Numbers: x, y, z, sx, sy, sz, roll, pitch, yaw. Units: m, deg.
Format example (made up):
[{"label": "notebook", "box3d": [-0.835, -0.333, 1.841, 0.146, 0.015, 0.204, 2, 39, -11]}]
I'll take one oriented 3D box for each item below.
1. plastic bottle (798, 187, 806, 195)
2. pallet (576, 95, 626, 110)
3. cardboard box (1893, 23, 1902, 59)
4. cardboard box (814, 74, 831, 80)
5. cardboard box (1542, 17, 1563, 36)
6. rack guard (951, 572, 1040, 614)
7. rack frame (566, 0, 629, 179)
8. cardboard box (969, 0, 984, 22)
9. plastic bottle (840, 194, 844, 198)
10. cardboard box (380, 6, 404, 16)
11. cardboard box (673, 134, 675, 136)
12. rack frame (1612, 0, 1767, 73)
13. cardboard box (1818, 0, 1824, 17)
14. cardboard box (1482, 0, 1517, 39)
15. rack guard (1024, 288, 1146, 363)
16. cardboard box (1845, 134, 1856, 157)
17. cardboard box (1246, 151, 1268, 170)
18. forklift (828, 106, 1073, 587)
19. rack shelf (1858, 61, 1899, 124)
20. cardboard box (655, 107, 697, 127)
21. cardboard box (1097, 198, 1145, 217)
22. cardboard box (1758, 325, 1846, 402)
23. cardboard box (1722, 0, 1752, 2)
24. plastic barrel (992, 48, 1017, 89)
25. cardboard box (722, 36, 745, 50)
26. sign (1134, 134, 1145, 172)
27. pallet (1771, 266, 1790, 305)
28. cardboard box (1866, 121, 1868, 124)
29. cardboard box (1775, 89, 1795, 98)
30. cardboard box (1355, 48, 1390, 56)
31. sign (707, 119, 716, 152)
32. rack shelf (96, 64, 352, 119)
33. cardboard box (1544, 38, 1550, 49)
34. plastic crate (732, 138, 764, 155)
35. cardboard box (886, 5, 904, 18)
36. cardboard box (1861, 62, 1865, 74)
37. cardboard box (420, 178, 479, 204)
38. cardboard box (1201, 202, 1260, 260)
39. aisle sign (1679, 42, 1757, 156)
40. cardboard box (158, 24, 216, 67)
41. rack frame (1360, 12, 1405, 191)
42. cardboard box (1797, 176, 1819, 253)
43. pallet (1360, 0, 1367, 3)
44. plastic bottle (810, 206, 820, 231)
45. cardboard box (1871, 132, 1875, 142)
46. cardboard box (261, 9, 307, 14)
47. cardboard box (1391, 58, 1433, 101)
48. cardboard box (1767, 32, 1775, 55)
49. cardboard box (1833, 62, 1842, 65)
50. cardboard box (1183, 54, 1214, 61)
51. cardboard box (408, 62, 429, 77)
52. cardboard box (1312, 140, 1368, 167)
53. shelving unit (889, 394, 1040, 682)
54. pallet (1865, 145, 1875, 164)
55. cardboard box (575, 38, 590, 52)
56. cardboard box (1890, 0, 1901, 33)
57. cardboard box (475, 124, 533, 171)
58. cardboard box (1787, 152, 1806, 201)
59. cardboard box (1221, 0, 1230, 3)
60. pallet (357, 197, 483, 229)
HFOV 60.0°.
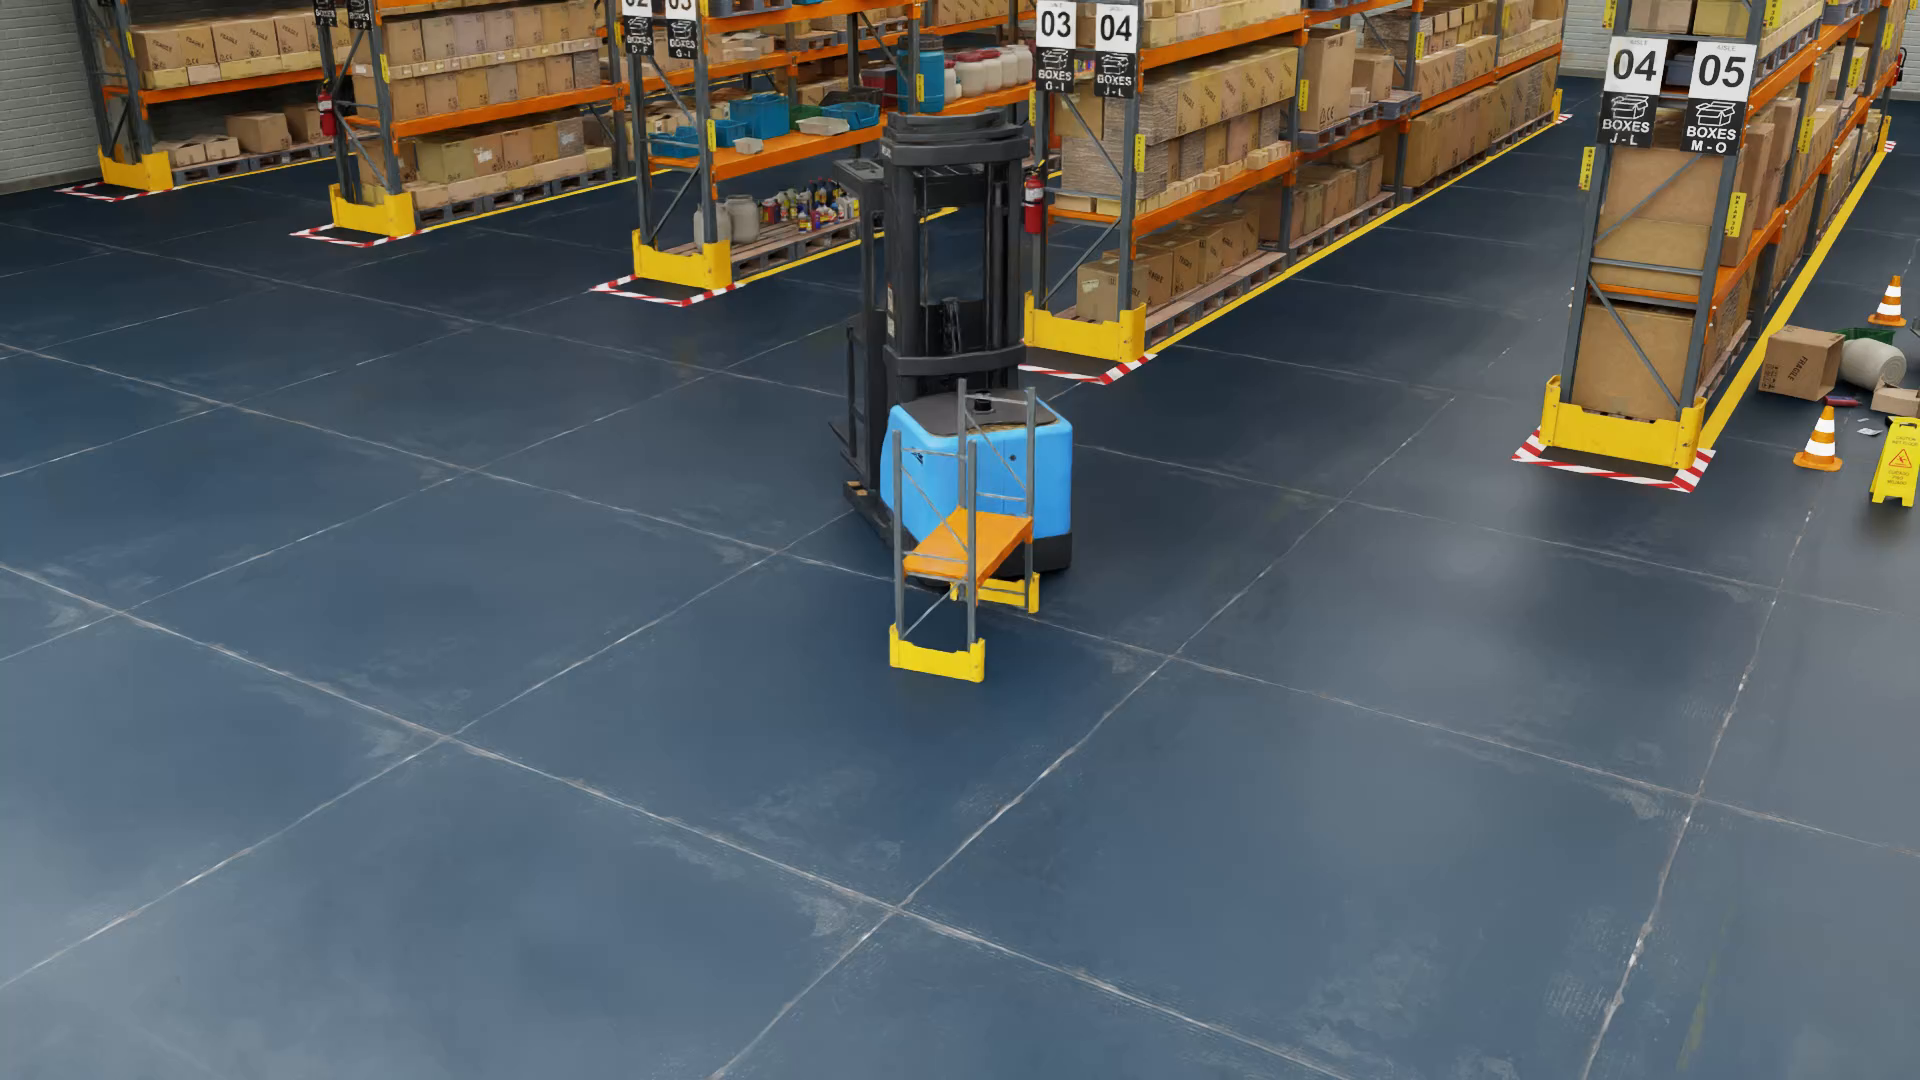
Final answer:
[{"label": "plastic bottle", "box3d": [-1.954, -4.228, 20.607, 0.061, 0.283, 0.133, 15, 28, 31]}, {"label": "pallet", "box3d": [-6.781, -7.966, 29.885, 1.003, 0.211, 1.213, 14, 27, 29]}, {"label": "cardboard box", "box3d": [13.450, -7.312, 24.364, 0.500, 0.500, 0.500, 13, 27, 28]}, {"label": "cardboard box", "box3d": [-2.483, -7.553, 28.014, 0.500, 0.500, 0.500, 13, 27, 27]}, {"label": "cardboard box", "box3d": [9.554, -8.430, 27.261, 0.500, 0.250, 0.500, 13, 27, 28]}, {"label": "rack guard", "box3d": [0.225, 0.302, 10.739, 0.587, 0.250, 0.087, 9, 25, 20]}, {"label": "rack frame", "box3d": [-5.160, -6.608, 23.240, 1.000, 3.000, 0.127, 14, 27, 29]}, {"label": "cardboard box", "box3d": [0.093, -9.811, 30.512, 0.500, 0.500, 0.500, 14, 27, 29]}, {"label": "plastic bottle", "box3d": [-1.421, -4.086, 20.278, 0.061, 0.283, 0.133, 14, 27, 29]}, {"label": "cardboard box", "box3d": [-9.073, -8.058, 25.908, 0.700, 0.500, 0.500, 14, 27, 29]}, {"label": "cardboard box", "box3d": [-4.466, -5.796, 24.295, 0.500, 0.250, 0.500, 15, 27, 30]}, {"label": "rack frame", "box3d": [5.304, -4.861, 11.651, 1.000, 3.000, 0.127, 14, 27, 29]}, {"label": "cardboard box", "box3d": [7.494, -4.768, 14.873, 0.380, 0.149, 0.250, 14, 27, 29]}, {"label": "cardboard box", "box3d": [7.944, -7.751, 24.750, 0.500, 0.500, 0.500, 14, 27, 29]}, {"label": "rack guard", "box3d": [1.184, -2.060, 15.879, 1.175, 0.500, 0.348, 14, 27, 29]}, {"label": "cardboard box", "box3d": [11.174, -5.072, 21.365, 0.500, 0.250, 0.500, 15, 28, 31]}, {"label": "cardboard box", "box3d": [3.030, -4.020, 17.576, 0.380, 0.149, 0.250, 14, 27, 29]}, {"label": "forklift", "box3d": [-0.232, -1.597, 11.749, 1.130, 2.935, 3.031, -8, 25, -18]}, {"label": "rack shelf", "box3d": [12.689, -6.503, 23.901, 1.077, 0.370, 4.000, 14, 27, 29]}, {"label": "cardboard box", "box3d": [-4.190, -6.227, 24.585, 0.500, 0.311, 0.500, 13, 27, 27]}, {"label": "cardboard box", "box3d": [1.497, -3.112, 15.479, 0.380, 0.149, 0.250, 14, 27, 29]}, {"label": "cardboard box", "box3d": [7.467, -1.573, 14.751, 0.500, 0.500, 0.500, 20, 30, 38]}, {"label": "cardboard box", "box3d": [5.751, -4.019, 12.141, 0.380, 0.149, 0.250, 14, 27, 30]}, {"label": "plastic barrel", "box3d": [0.573, -6.436, 22.701, 0.421, 0.512, 0.421, 0, 23, 0]}, {"label": "cardboard box", "box3d": [-3.686, -7.656, 25.772, 0.500, 0.311, 0.500, 14, 27, 28]}, {"label": "sign", "box3d": [1.605, -3.465, 14.888, 0.100, 0.325, 0.005, 14, 27, 29]}, {"label": "pallet", "box3d": [8.400, -2.868, 18.109, 1.003, 0.211, 1.213, 14, 27, 29]}, {"label": "cardboard box", "box3d": [12.952, -6.005, 24.156, 0.380, 0.149, 0.250, 13, 27, 27]}, {"label": "cardboard box", "box3d": [7.191, -3.905, 15.446, 0.875, 0.550, 0.550, 14, 27, 29]}, {"label": "cardboard box", "box3d": [5.113, -5.929, 21.016, 0.500, 0.500, 0.500, 10, 25, 23]}, {"label": "sign", "box3d": [-2.599, -4.229, 17.396, 0.100, 0.325, 0.005, 14, 27, 29]}, {"label": "rack shelf", "box3d": [-10.425, -6.640, 24.218, 1.077, 0.370, 4.000, 14, 27, 29]}, {"label": "cardboard box", "box3d": [9.274, -8.020, 26.816, 0.380, 0.149, 0.250, 14, 27, 30]}, {"label": "plastic crate", "box3d": [-2.318, -4.333, 18.315, 0.298, 0.136, 0.250, 14, 27, 29]}, {"label": "cardboard box", "box3d": [-1.380, -9.434, 29.112, 0.700, 0.500, 0.500, 5, 24, 11]}, {"label": "cardboard box", "box3d": [11.454, -6.107, 21.494, 0.380, 0.149, 0.250, 14, 27, 29]}, {"label": "cardboard box", "box3d": [-6.538, -4.493, 21.286, 0.500, 0.250, 0.500, 14, 27, 29]}, {"label": "cardboard box", "box3d": [3.009, -3.450, 18.562, 0.500, 0.500, 0.500, 13, 27, 27]}, {"label": "aisle sign", "box3d": [5.522, -3.214, 12.126, 0.394, 0.787, 0.004, 14, 27, 29]}, {"label": "cardboard box", "box3d": [-10.704, -6.843, 23.000, 0.500, 0.500, 0.500, 14, 27, 29]}, {"label": "rack frame", "box3d": [5.367, -5.881, 21.558, 0.949, 2.616, 0.053, 14, 27, 29]}, {"label": "cardboard box", "box3d": [9.127, -3.781, 19.012, 1.050, 0.750, 0.750, 13, 27, 28]}, {"label": "pallet", "box3d": [4.215, -6.358, 19.123, 1.213, 0.211, 1.003, 14, 27, 29]}, {"label": "plastic bottle", "box3d": [-1.708, -3.794, 19.603, 0.061, 0.283, 0.133, 14, 27, 30]}, {"label": "cardboard box", "box3d": [13.174, -5.938, 24.375, 0.380, 0.149, 0.250, 14, 27, 30]}, {"label": "cardboard box", "box3d": [-10.072, -7.641, 24.845, 0.500, 0.500, 0.500, 14, 27, 29]}, {"label": "cardboard box", "box3d": [5.851, -6.034, 21.787, 0.500, 0.500, 0.500, 15, 27, 30]}, {"label": "cardboard box", "box3d": [5.891, -3.742, 12.505, 0.380, 0.149, 0.250, 14, 27, 29]}, {"label": "cardboard box", "box3d": [10.625, -5.718, 20.220, 0.380, 0.149, 0.250, 15, 27, 31]}, {"label": "cardboard box", "box3d": [2.274, -4.736, 17.156, 0.500, 0.500, 0.500, 14, 27, 29]}, {"label": "cardboard box", "box3d": [-6.743, -5.779, 20.381, 0.380, 0.149, 0.250, 13, 27, 28]}, {"label": "cardboard box", "box3d": [4.765, -4.867, 20.865, 0.500, 0.250, 0.500, 17, 29, 35]}, {"label": "shelving unit", "box3d": [0.044, -0.088, 10.065, 0.587, 1.500, 1.083, 9, 25, 20]}, {"label": "pallet", "box3d": [13.246, -5.936, 25.196, 1.003, 0.211, 1.213, 14, 27, 29]}, {"label": "cardboard box", "box3d": [-5.254, -6.732, 22.583, 0.380, 0.149, 0.250, 13, 27, 28]}, {"label": "cardboard box", "box3d": [12.632, -7.242, 22.944, 0.500, 0.500, 0.500, 14, 27, 30]}, {"label": "cardboard box", "box3d": [-6.005, -5.174, 21.914, 0.500, 0.500, 0.500, 14, 27, 29]}, {"label": "cardboard box", "box3d": [7.920, -3.625, 16.221, 0.500, 0.500, 0.500, 14, 27, 30]}, {"label": "cardboard box", "box3d": [2.420, -5.333, 16.205, 0.380, 0.149, 0.250, 13, 26, 27]}, {"label": "pallet", "box3d": [-6.902, -4.246, 21.292, 1.003, 0.211, 1.213, 14, 27, 29]}]
